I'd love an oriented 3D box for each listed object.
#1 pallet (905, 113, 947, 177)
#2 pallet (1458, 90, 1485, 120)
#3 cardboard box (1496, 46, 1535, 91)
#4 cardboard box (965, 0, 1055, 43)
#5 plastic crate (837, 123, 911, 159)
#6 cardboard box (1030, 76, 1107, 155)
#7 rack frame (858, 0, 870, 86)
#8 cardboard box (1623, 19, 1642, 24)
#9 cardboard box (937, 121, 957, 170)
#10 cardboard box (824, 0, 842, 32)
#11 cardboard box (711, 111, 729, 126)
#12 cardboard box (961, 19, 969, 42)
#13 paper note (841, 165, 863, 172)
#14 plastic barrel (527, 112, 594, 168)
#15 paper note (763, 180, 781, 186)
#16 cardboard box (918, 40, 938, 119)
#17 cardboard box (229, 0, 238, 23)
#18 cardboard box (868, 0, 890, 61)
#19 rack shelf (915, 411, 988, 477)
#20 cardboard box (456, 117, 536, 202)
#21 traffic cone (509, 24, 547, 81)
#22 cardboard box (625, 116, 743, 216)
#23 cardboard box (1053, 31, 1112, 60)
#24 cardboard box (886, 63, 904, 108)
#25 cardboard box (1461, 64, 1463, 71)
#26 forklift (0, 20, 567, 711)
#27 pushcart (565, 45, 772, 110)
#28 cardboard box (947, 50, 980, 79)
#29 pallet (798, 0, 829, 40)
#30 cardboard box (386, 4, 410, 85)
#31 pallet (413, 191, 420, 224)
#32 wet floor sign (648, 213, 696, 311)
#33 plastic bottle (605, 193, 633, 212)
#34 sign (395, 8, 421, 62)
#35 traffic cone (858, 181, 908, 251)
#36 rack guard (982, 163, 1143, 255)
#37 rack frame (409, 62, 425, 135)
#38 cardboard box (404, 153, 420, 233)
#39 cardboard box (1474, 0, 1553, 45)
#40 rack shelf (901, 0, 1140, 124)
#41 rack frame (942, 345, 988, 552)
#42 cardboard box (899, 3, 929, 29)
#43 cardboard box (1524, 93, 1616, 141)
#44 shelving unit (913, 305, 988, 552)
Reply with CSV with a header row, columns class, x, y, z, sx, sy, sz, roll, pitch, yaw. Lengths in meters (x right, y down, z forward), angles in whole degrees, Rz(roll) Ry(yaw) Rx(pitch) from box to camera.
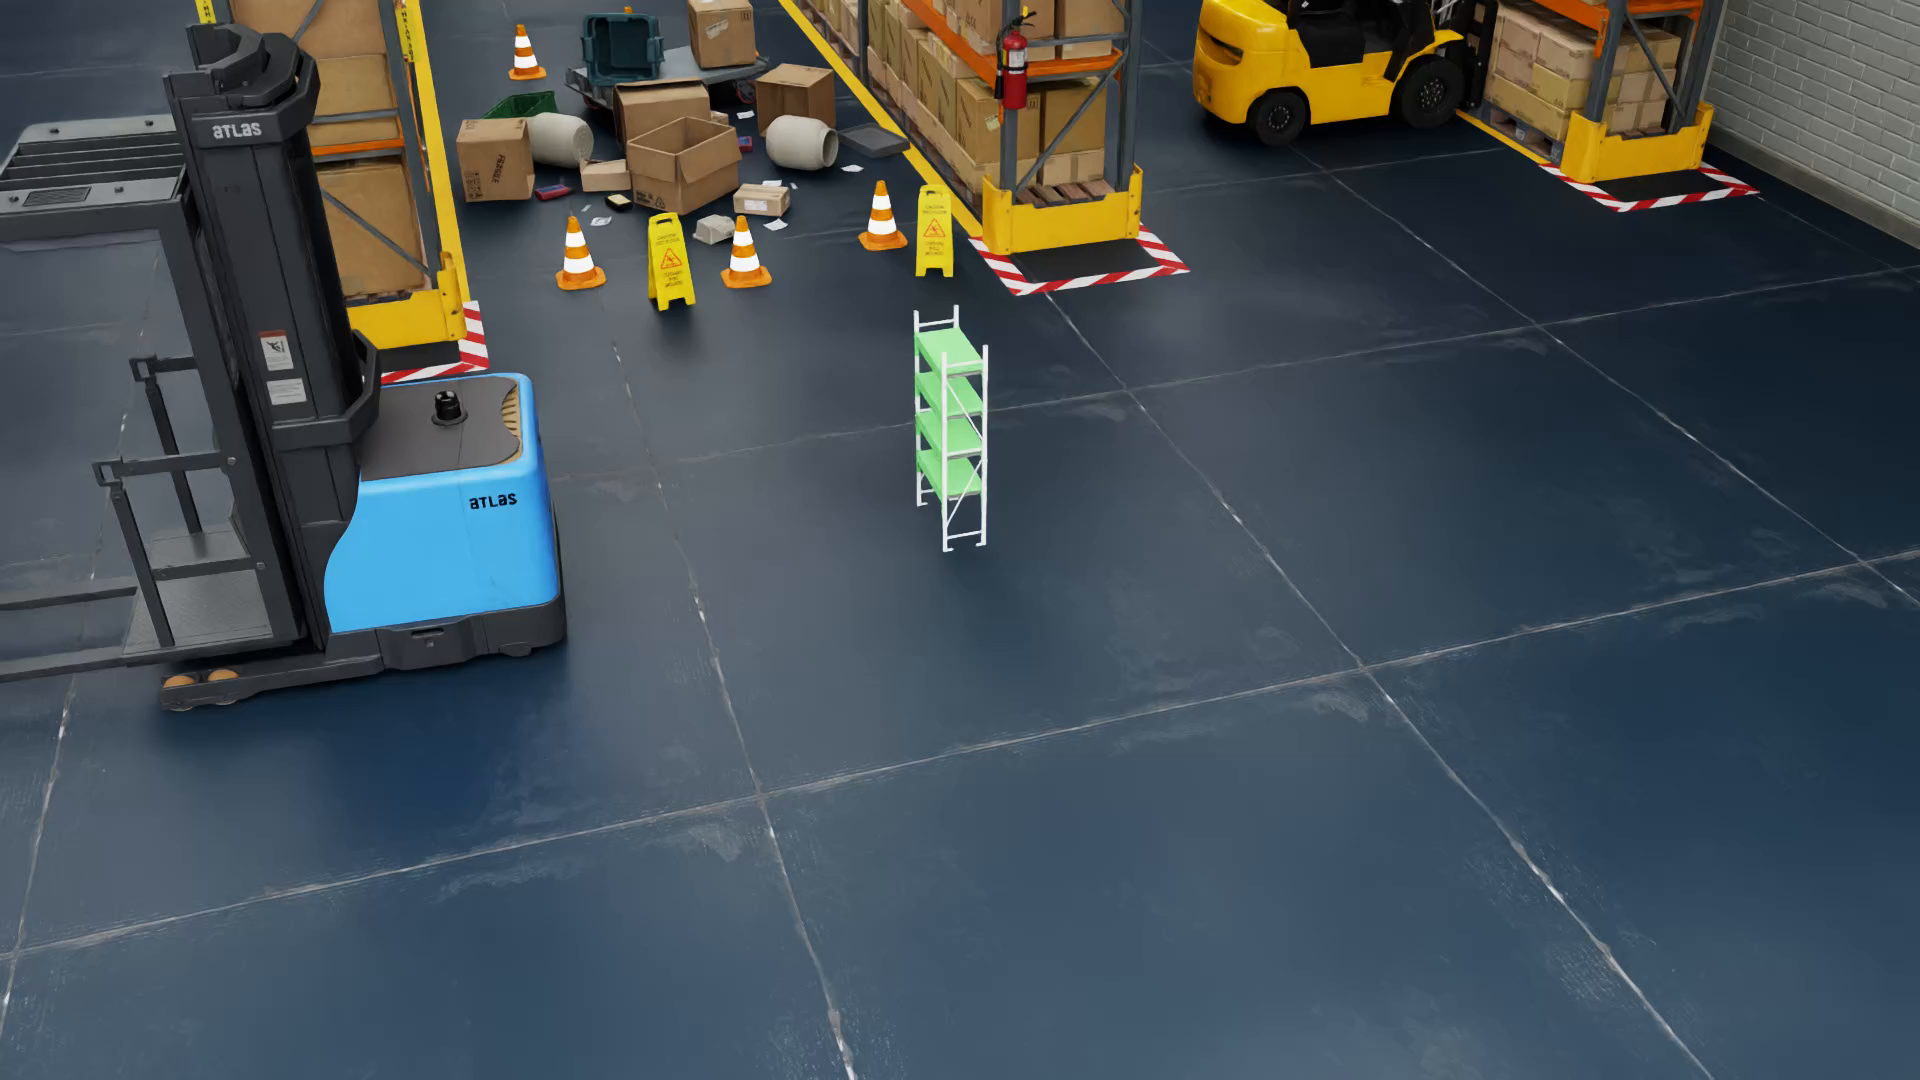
class,x,y,z,sx,sy,sz,roll,pitch,yaw
pallet,0.176,-3.434,14.075,1.003,0.211,1.213,-10,35,-15
pallet,4.867,-4.193,15.223,1.003,0.211,1.213,-10,35,-15
cardboard box,4.919,-4.027,14.102,0.500,0.250,0.500,-10,35,-15
cardboard box,0.354,-3.890,11.875,0.500,0.500,0.500,-11,35,-16
plastic crate,-0.740,-3.405,14.150,0.402,0.080,0.583,-23,40,-31
cardboard box,0.792,-3.309,12.789,0.500,0.500,0.500,-11,35,-16
rack frame,-0.438,-5.586,14.802,1.000,3.000,0.127,-10,35,-15
cardboard box,5.386,-4.313,14.082,0.500,0.250,0.500,-10,35,-15
cardboard box,0.129,-3.166,13.253,0.500,0.250,0.500,-10,35,-15
cardboard box,-0.823,-5.316,16.397,0.950,0.372,0.625,-8,34,-12
cardboard box,-2.233,-3.656,14.362,0.396,0.266,0.258,19,38,26
cardboard box,0.224,-3.794,12.318,0.380,0.149,0.250,-11,35,-16
paper note,-0.881,-3.059,13.671,0.142,0.019,0.148,-23,40,-31
plastic barrel,-3.314,-3.288,13.661,0.512,0.421,0.421,13,36,18
paper note,-1.518,-2.875,13.403,0.148,0.019,0.142,1,33,2
cardboard box,-0.020,-3.743,13.446,0.500,0.500,0.500,-11,35,-16
cardboard box,-4.233,-3.588,10.663,0.875,0.550,0.550,-10,35,-15
cardboard box,-0.515,-4.571,14.700,0.500,0.500,0.500,-8,34,-12
rack shelf,-0.050,-0.534,8.905,0.258,0.148,0.480,-10,35,-15
cardboard box,-3.670,-3.016,13.178,0.500,0.500,0.500,-4,34,-6
traffic cone,-4.092,-4.600,15.611,0.336,0.463,0.334,-10,35,-15
cardboard box,-2.165,-2.940,13.063,0.637,0.503,0.797,19,38,26
cardboard box,0.876,-3.594,12.015,0.380,0.149,0.250,-10,35,-15
cardboard box,-0.342,-3.980,14.485,0.500,0.250,0.500,-8,34,-12
cardboard box,4.597,-4.340,15.029,0.500,0.250,0.500,-9,34,-13
forklift,-3.522,-0.737,7.526,3.031,2.935,1.130,-8,34,-12
pushcart,-2.594,-4.082,14.905,1.648,0.377,0.936,-23,40,-31
cardboard box,0.113,-3.655,12.725,0.380,0.149,0.250,-9,35,-13
pallet,-1.053,-5.472,17.160,1.003,0.211,1.213,-10,35,-15
cardboard box,-4.297,-3.450,11.434,0.875,0.550,0.550,-10,35,-15
pallet,-4.588,-2.483,12.635,1.003,0.211,1.213,-10,35,-15
wet floor sign,-2.007,-1.936,11.413,0.267,0.644,0.232,-16,37,-23
plastic bottle,-2.688,-2.650,13.025,0.133,0.061,0.283,-23,40,-31
sign,-3.371,-3.084,10.159,0.100,0.325,0.005,-10,35,-15
traffic cone,-0.578,-2.436,12.336,0.336,0.463,0.334,-10,35,-15
rack guard,0.759,-2.483,12.373,1.175,0.500,0.348,-10,35,-15
rack frame,-5.121,-4.700,13.462,1.000,3.000,0.127,-10,35,-15
cardboard box,-4.441,-2.695,11.974,0.875,0.875,0.875,-11,35,-15
cardboard box,4.746,-4.487,14.345,0.500,0.250,0.500,-10,35,-14
rack shelf,0.172,-4.235,13.411,1.077,0.370,4.000,-10,35,-15
rack frame,0.024,-0.459,8.676,0.240,1.200,0.015,-10,35,-15
cardboard box,-0.291,-4.356,13.785,0.380,0.149,0.250,-8,34,-12
cardboard box,5.064,-3.544,13.825,0.500,0.250,0.500,-10,35,-14
shelving unit,-0.050,-0.587,8.870,0.258,1.200,0.503,-10,35,-15
